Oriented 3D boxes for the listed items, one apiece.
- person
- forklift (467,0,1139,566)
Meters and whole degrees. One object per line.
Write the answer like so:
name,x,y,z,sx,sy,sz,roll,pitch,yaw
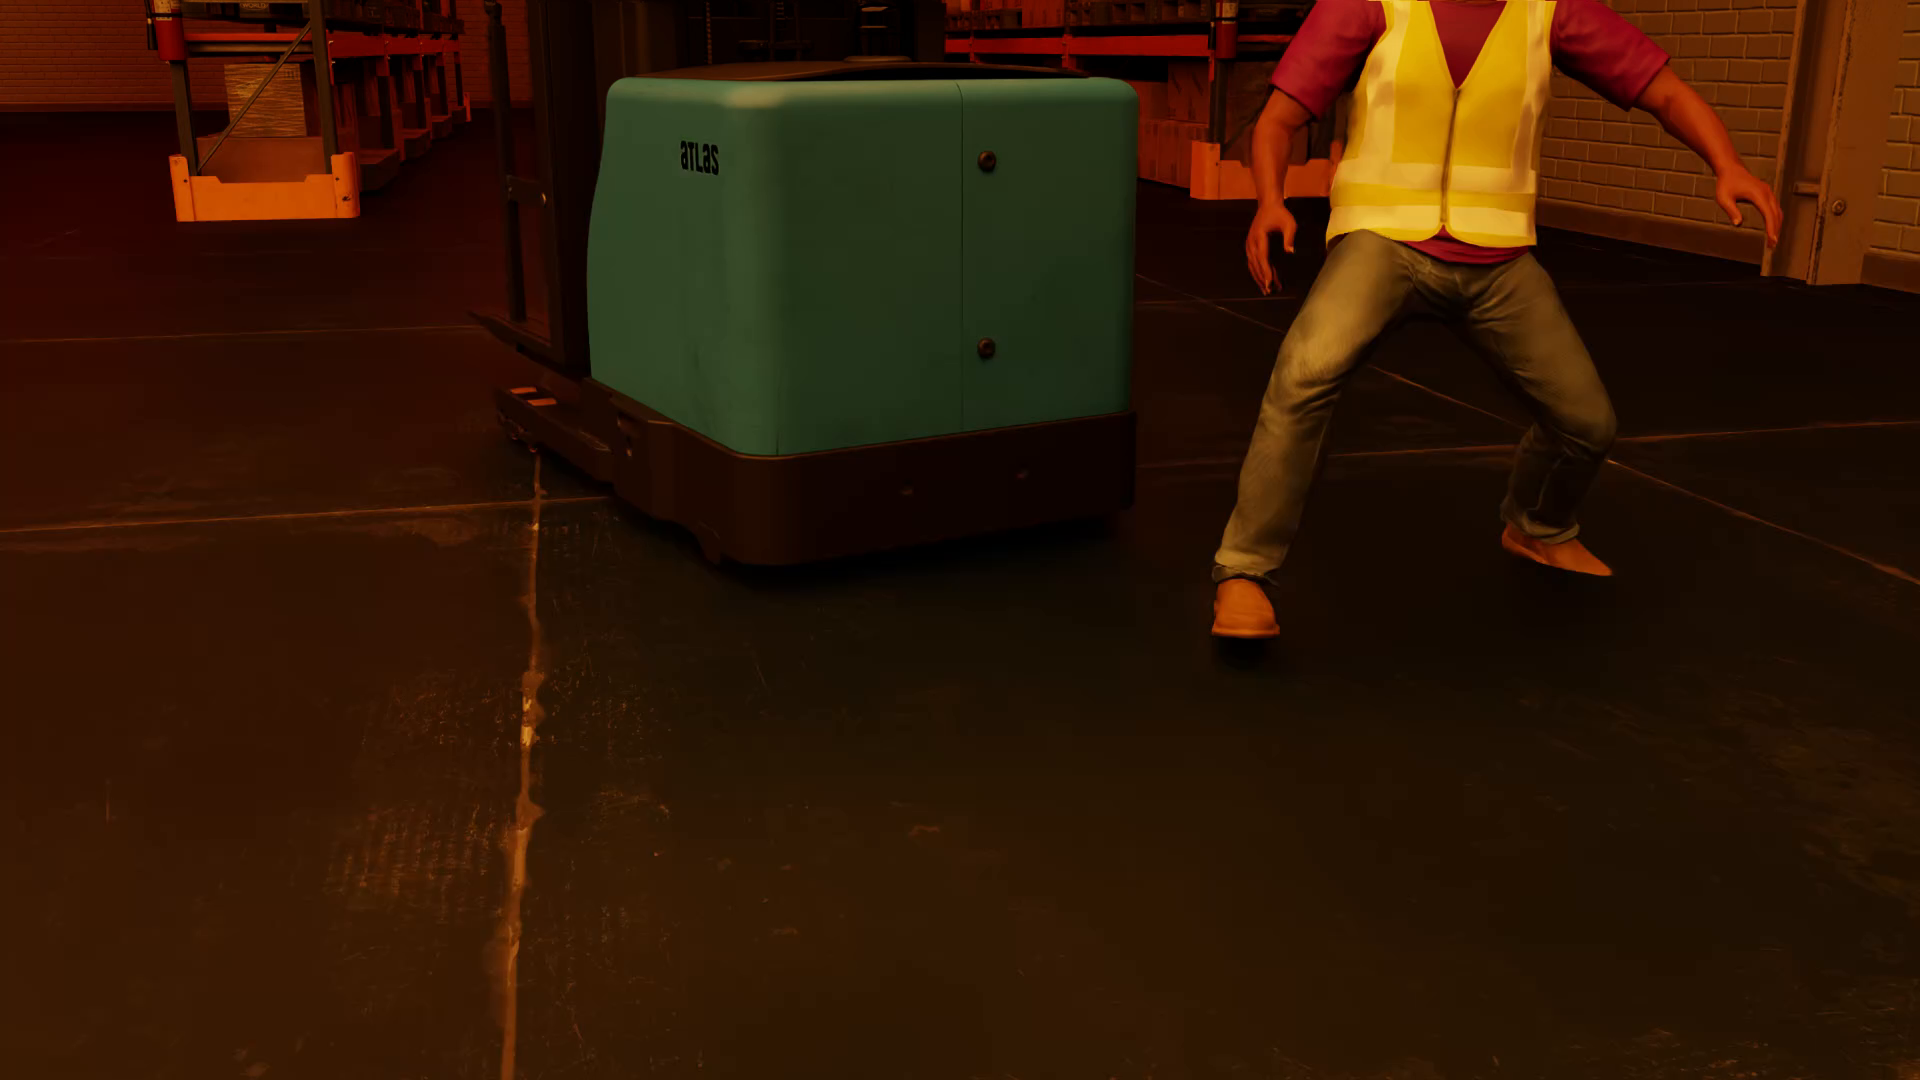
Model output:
person,1.038,-0.601,3.342,1.030,1.625,0.913,2,17,5
forklift,-0.750,-1.715,4.643,1.130,2.935,3.031,-9,19,-29
